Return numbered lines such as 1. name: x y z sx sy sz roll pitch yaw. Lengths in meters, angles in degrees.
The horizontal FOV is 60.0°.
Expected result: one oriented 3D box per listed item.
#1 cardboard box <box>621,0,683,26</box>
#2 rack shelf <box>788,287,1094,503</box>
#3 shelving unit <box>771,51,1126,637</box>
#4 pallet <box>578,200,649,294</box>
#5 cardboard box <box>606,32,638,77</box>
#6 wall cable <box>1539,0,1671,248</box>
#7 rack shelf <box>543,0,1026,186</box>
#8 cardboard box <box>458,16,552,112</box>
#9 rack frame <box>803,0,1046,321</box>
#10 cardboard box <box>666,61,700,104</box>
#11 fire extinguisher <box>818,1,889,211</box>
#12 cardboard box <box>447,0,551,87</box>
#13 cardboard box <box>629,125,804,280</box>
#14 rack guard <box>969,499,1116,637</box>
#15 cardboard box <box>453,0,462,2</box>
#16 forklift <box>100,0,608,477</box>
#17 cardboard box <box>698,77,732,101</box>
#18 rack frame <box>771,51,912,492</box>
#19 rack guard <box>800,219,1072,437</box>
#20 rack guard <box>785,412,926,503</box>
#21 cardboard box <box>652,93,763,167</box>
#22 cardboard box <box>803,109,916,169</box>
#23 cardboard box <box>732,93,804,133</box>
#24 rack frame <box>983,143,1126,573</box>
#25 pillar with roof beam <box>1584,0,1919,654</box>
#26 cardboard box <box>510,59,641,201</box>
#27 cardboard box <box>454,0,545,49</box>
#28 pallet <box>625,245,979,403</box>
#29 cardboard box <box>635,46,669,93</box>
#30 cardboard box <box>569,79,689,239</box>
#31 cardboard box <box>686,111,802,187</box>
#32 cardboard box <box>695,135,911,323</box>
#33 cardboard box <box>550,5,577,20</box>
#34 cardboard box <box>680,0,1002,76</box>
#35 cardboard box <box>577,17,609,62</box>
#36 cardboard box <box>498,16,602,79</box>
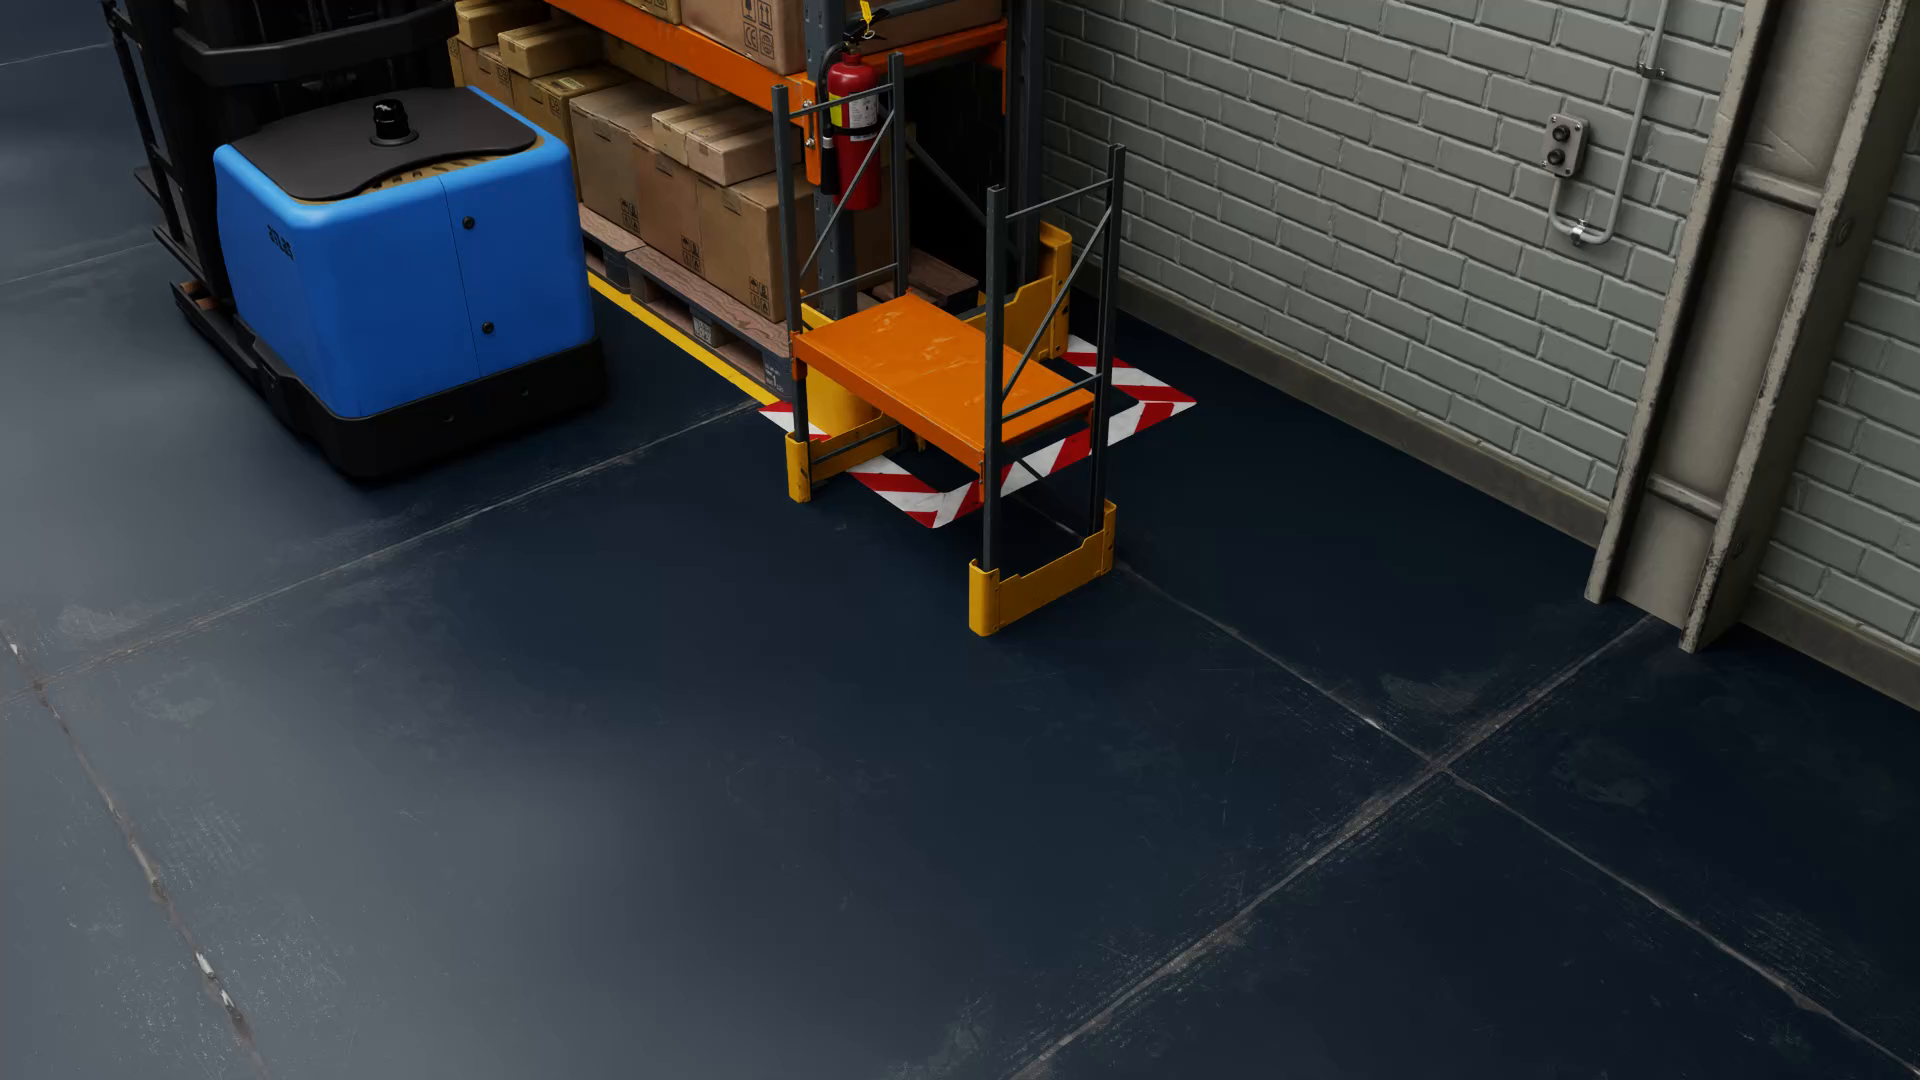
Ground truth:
1. cardboard box: -0.917 -2.538 6.478 0.980 0.700 0.700 -26 43 -32
2. rack shelf: -0.055 -0.503 5.474 0.538 0.185 1.000 -26 43 -32
3. shelving unit: -0.049 -0.646 5.364 0.587 1.500 1.083 -26 43 -32
4. pallet: -1.461 -1.601 7.828 1.003 0.211 1.213 -26 43 -32
5. cardboard box: -1.380 -2.255 7.577 0.380 0.149 0.250 -27 43 -33
6. wall cable: 1.446 -2.079 5.211 0.084 1.984 1.851 -26 43 -32
7. rack shelf: -1.393 -2.466 7.259 1.077 0.370 4.000 -26 43 -32
8. cardboard box: -1.958 -2.203 8.064 0.700 0.500 0.500 -26 43 -32
9. rack frame: -0.102 -1.877 5.804 1.000 3.000 0.127 -26 43 -32
10. cardboard box: -1.051 -2.030 7.259 0.380 0.149 0.250 -25 42 -31
11. fire extinguisher: -0.358 -1.454 5.598 0.296 0.674 0.183 -26 43 -32
12. cardboard box: -2.279 -2.426 8.379 0.700 0.500 0.500 -25 43 -31
13. cardboard box: -0.954 -1.521 7.101 0.700 0.500 0.500 -26 43 -32
14. rack guard: 0.272 0.084 5.415 0.587 0.250 0.087 -26 43 -32
15. cardboard box: -3.203 -3.175 9.135 0.750 0.750 0.750 -25 43 -31
16. forklift: -2.683 -2.207 6.330 1.130 2.935 3.031 -25 42 -31
17. cardboard box: -0.886 -1.918 7.101 0.380 0.149 0.250 -26 43 -31
18. rack frame: -0.383 -0.874 5.687 0.500 1.500 0.032 -26 43 -32
19. rack guard: -0.087 -0.846 6.512 1.175 0.500 0.348 -26 43 -32
20. rack guard: -0.371 -0.356 6.036 0.587 0.250 0.087 -26 43 -32
21. cardboard box: -1.018 -1.666 6.745 0.380 0.149 0.250 -25 42 -31
22. cardboard box: -0.397 -1.584 6.629 0.380 0.149 0.250 -26 43 -31
23. cardboard box: -0.725 -1.807 6.944 0.380 0.149 0.250 -26 43 -32
24. rack frame: 0.273 -0.425 5.053 0.500 1.500 0.032 -26 43 -32
25. pillar with roof beam: -0.988 -1.850 0.576 9.100 9.000 0.400 -26 43 -32
26. cardboard box: -1.628 -1.975 7.743 0.700 0.500 0.500 -25 42 -31
27. cardboard box: -2.198 -2.471 7.882 0.380 0.149 0.250 -24 42 -30
28. pallet: -0.678 -1.062 7.068 1.003 0.211 1.213 -26 43 -32
29. cardboard box: -1.217 -2.143 7.419 0.380 0.149 0.250 -26 43 -31
30. cardboard box: -1.279 -1.742 7.414 0.700 0.500 0.500 -28 44 -33
31. cardboard box: -0.853 -1.553 6.586 0.380 0.149 0.250 -27 43 -32
32. cardboard box: -0.631 -1.300 6.789 0.700 0.500 0.500 -26 43 -32
33. cardboard box: -1.709 -2.480 7.895 0.380 0.149 0.250 -28 44 -33
34. cardboard box: -0.439 -2.220 6.030 0.980 0.700 0.700 -24 42 -30
35. cardboard box: -1.547 -2.368 7.737 0.380 0.149 0.250 -26 43 -31
36. cardboard box: -1.861 -2.241 7.557 0.380 0.149 0.250 -27 44 -33
